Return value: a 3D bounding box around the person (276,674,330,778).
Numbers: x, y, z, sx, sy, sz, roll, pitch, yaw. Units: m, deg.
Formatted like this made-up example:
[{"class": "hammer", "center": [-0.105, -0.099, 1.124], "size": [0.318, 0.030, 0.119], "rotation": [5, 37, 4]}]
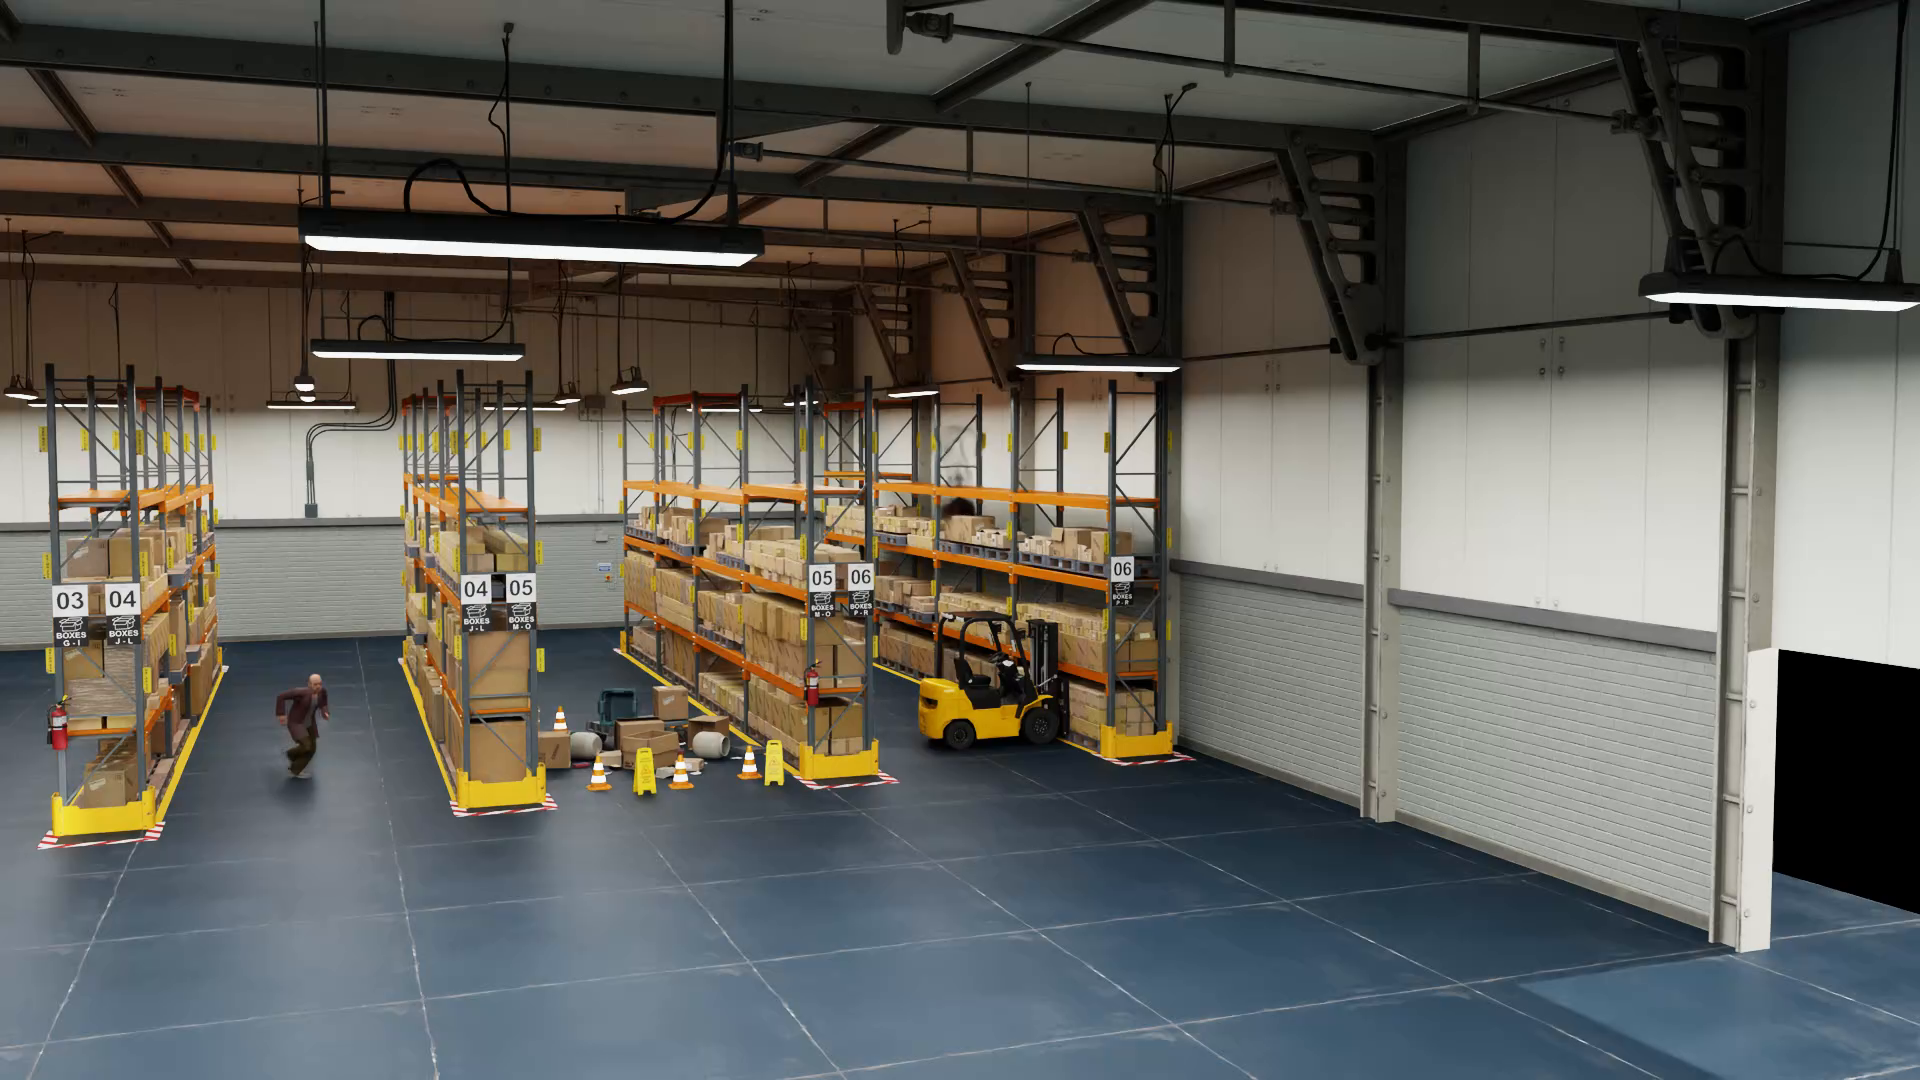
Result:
[{"class": "person", "center": [-9.721, 2.771, 24.624], "size": [0.868, 1.597, 0.736], "rotation": [2, 4, 33]}]
